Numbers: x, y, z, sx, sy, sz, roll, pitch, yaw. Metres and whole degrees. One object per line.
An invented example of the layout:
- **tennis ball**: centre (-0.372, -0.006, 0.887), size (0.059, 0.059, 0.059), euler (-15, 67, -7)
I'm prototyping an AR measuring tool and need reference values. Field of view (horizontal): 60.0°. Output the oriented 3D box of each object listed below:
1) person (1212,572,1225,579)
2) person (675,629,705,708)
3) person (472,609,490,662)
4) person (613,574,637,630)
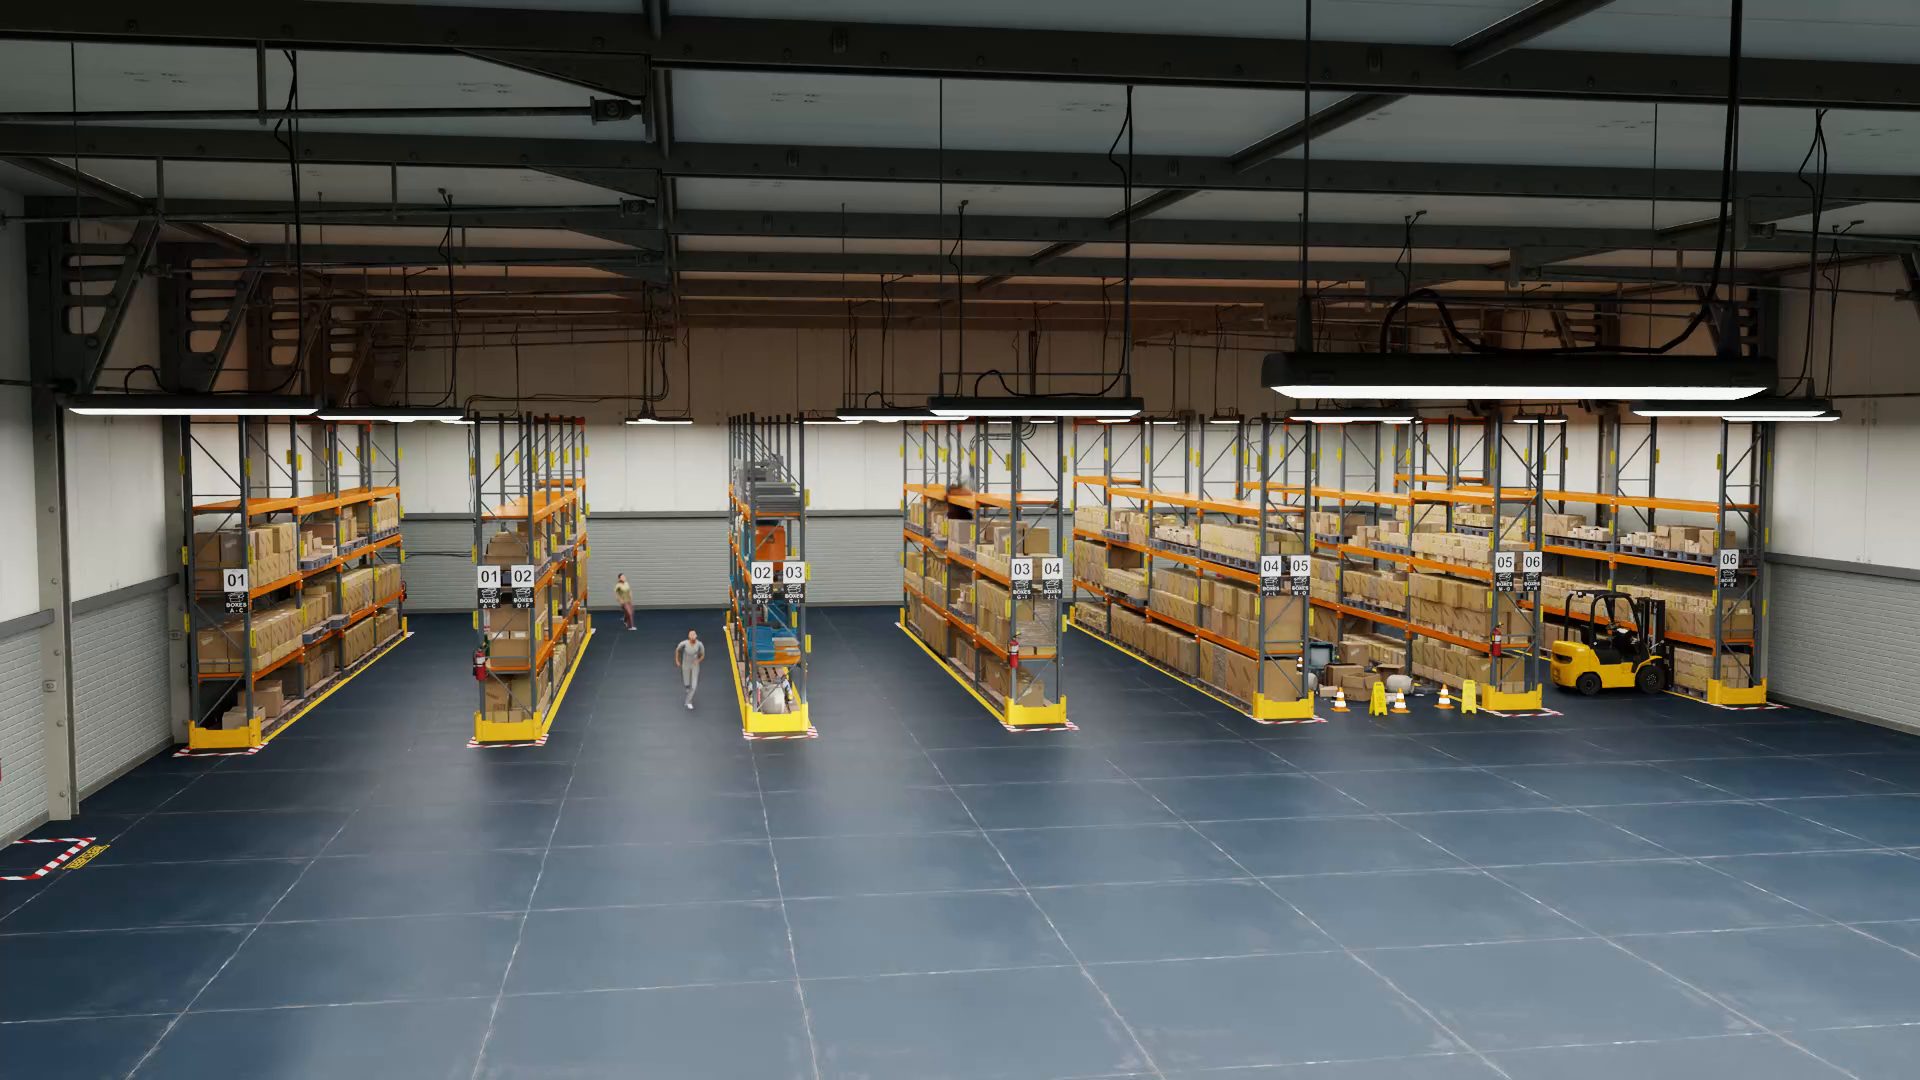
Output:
- **person**: centre (7.878, 1.434, 50.661), size (0.882, 1.726, 0.687), euler (0, 4, 4)
- **person**: centre (-5.509, 2.625, 33.983), size (0.600, 1.617, 0.601), euler (-1, 4, -11)
- **person**: centre (-11.000, 2.209, 38.618), size (0.608, 1.833, 0.855), euler (-1, 4, -8)
- **person**: centre (-9.469, 1.749, 46.732), size (0.615, 1.586, 0.642), euler (4, 5, 43)
